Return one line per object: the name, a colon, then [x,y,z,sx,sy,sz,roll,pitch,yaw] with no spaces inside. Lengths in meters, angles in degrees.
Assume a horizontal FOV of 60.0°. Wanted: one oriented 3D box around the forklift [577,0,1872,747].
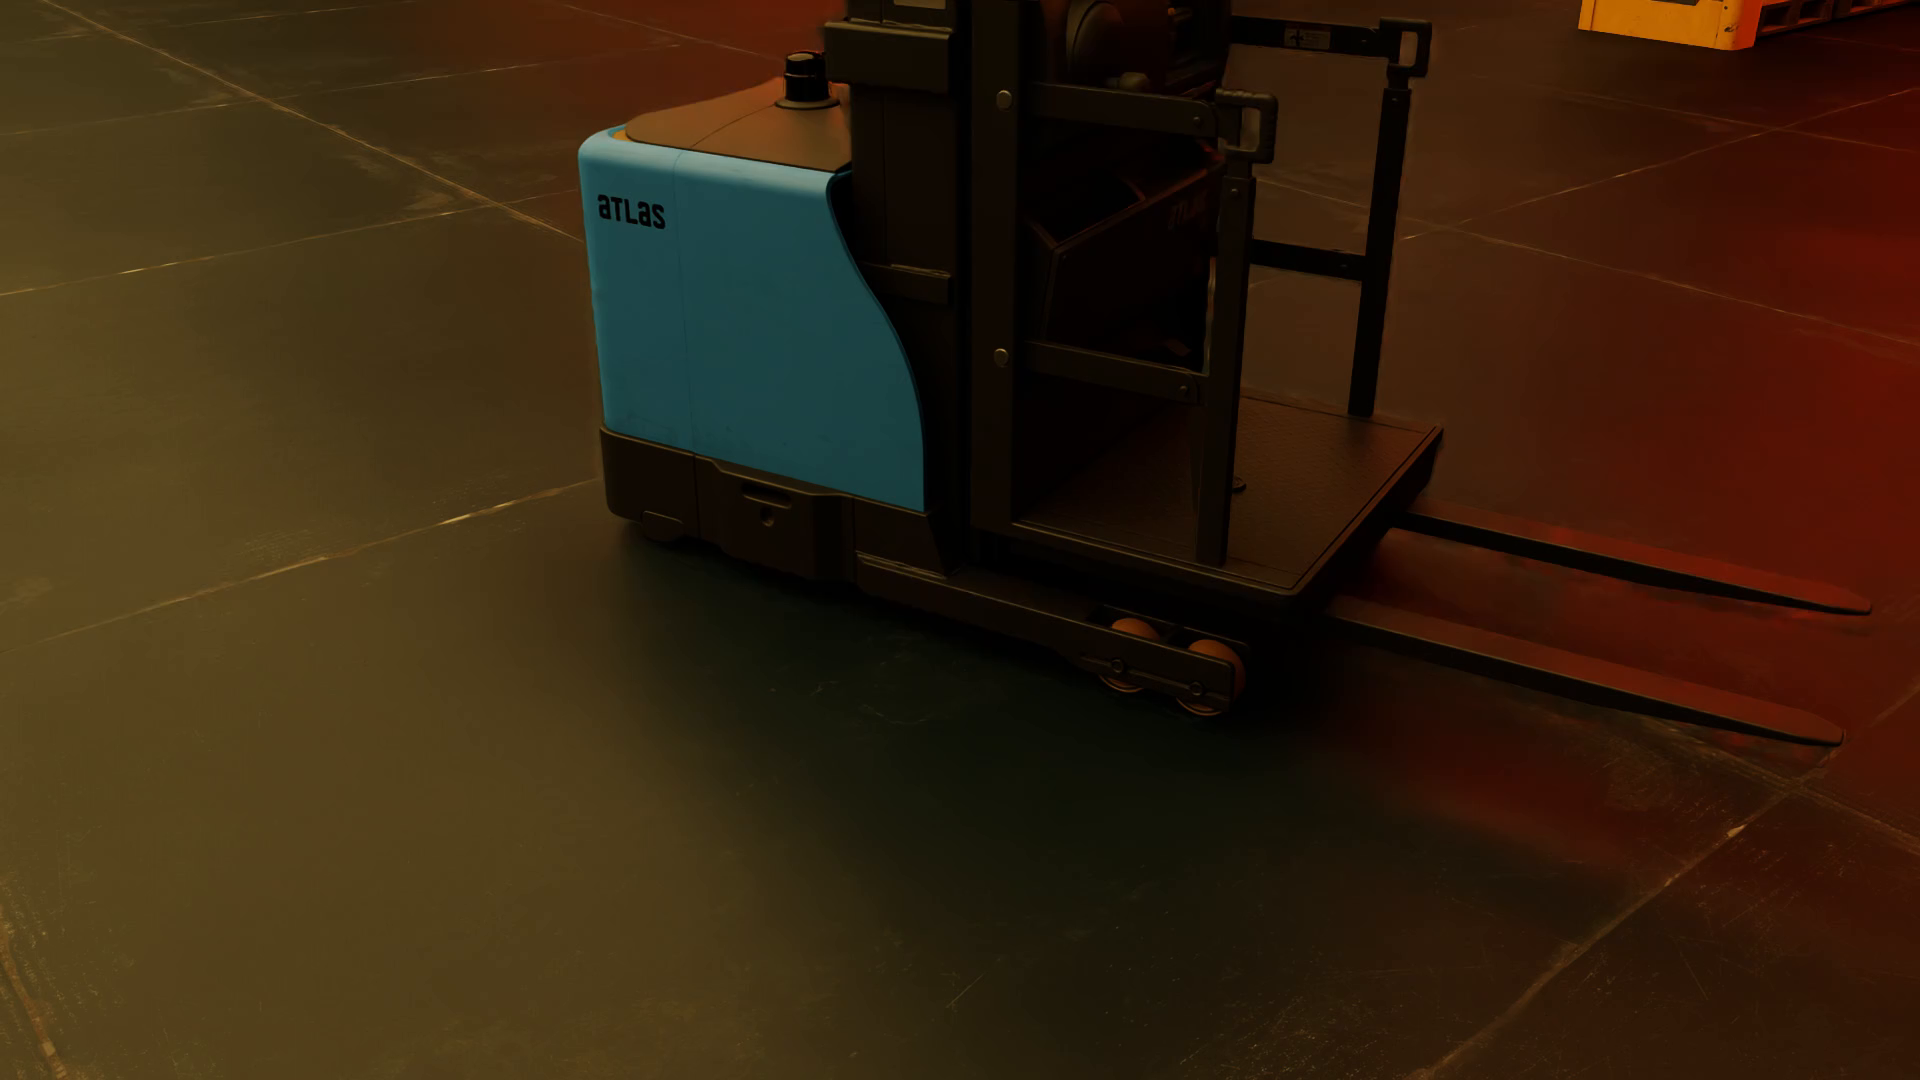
forklift: [0.566,-1.190,3.602,3.031,2.935,1.130,15,30,27]
